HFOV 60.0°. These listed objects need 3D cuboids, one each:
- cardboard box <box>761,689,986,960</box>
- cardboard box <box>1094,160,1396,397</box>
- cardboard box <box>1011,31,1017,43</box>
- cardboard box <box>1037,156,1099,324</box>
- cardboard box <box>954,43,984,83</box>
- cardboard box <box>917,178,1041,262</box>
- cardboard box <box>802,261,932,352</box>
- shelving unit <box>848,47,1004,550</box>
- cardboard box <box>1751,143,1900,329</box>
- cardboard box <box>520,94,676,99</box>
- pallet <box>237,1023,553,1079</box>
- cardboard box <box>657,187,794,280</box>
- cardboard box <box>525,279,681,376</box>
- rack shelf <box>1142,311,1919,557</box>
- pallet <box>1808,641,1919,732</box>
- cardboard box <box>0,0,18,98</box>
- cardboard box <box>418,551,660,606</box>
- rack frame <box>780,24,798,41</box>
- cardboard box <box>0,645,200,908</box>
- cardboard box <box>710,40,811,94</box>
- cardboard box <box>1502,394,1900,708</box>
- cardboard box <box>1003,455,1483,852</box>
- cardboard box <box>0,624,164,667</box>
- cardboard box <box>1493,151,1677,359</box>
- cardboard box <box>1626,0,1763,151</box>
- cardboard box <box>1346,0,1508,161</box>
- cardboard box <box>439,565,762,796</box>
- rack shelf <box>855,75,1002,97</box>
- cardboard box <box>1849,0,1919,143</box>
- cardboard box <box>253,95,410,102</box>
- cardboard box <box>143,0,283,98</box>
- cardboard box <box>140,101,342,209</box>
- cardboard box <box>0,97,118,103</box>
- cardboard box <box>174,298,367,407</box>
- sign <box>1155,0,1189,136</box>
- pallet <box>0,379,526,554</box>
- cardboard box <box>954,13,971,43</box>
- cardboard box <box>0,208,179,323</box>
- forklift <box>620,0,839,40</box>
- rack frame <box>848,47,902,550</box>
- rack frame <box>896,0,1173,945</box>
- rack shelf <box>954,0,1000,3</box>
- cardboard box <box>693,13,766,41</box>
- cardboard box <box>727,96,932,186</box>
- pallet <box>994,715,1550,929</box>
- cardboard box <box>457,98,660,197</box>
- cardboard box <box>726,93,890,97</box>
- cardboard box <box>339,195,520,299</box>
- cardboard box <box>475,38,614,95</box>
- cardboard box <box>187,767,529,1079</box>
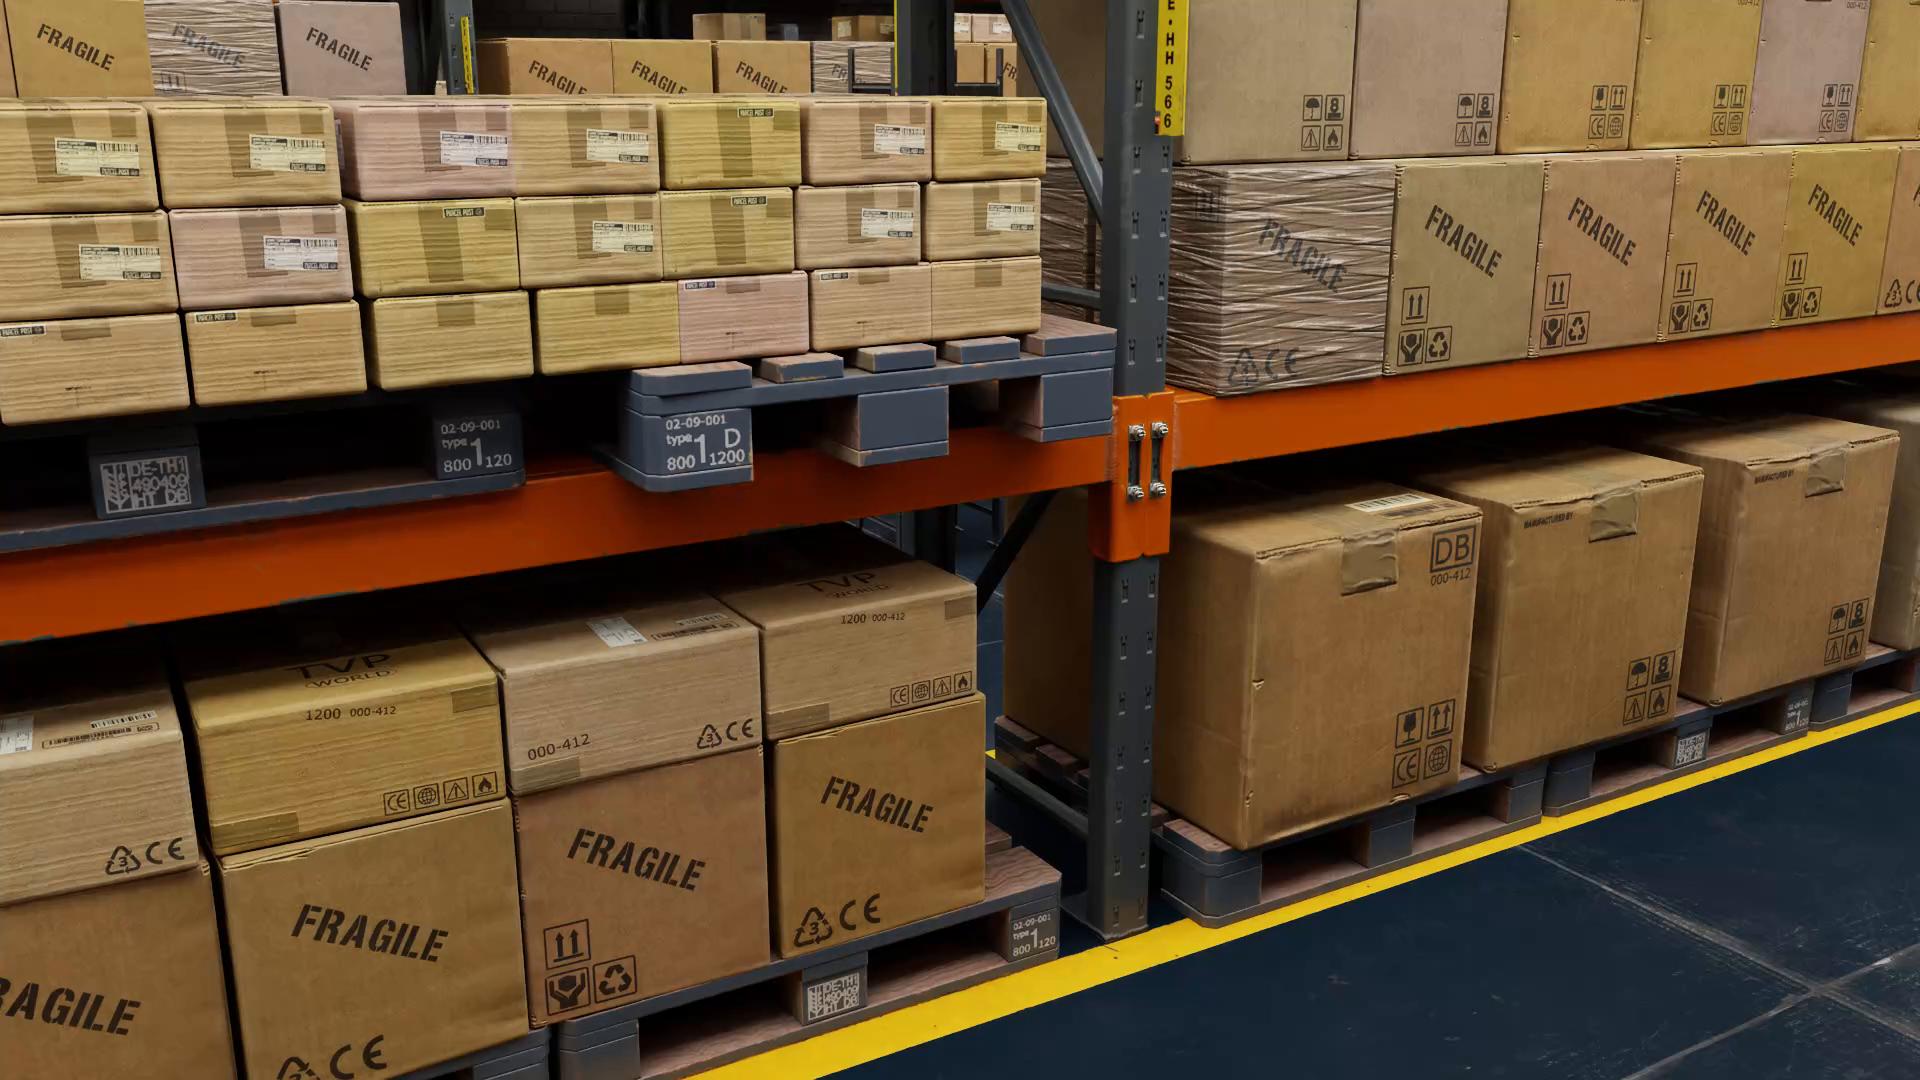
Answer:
[{"bbox_3d":[-0.284,0.550,3.743,0.500,0.500,0.500,-9,18,-30],"label":"cardboard box"},{"bbox_3d":[0.669,-0.651,3.990,0.500,0.500,0.500,-9,18,-29],"label":"cardboard box"},{"bbox_3d":[0.353,-3.013,9.884,0.250,0.149,0.380,-9,18,-30],"label":"cardboard box"},{"bbox_3d":[0.393,-0.776,4.436,0.500,0.500,0.500,-9,18,-30],"label":"cardboard box"},{"bbox_3d":[-0.209,-2.427,8.997,0.500,0.500,0.500,-9,18,-28],"label":"cardboard box"},{"bbox_3d":[-0.044,-0.654,3.320,0.250,0.149,0.380,-9,18,-29],"label":"cardboard box"},{"bbox_3d":[-0.254,-0.475,3.236,0.250,0.149,0.380,-9,18,-30],"label":"cardboard box"},{"bbox_3d":[-0.142,-0.988,7.044,0.503,2.100,0.431,-9,18,-30],"label":"shelving unit"},{"bbox_3d":[2.398,-0.932,4.994,0.500,0.500,0.500,-9,18,-29],"label":"cardboard box"},{"bbox_3d":[-0.792,-0.880,3.578,0.250,0.149,0.380,-9,18,-30],"label":"cardboard box"},{"bbox_3d":[-1.570,1.016,3.393,1.213,0.211,1.003,-9,18,-30],"label":"pallet"},{"bbox_3d":[-0.496,-0.579,3.054,0.250,0.149,0.380,-9,18,-28],"label":"cardboard box"},{"bbox_3d":[-0.690,-0.406,2.987,0.250,0.149,0.380,-9,18,-30],"label":"cardboard box"},{"bbox_3d":[1.860,-0.535,5.093,4.000,0.370,1.077,-9,18,-30],"label":"rack shelf"},{"bbox_3d":[2.952,0.308,5.919,1.213,0.211,1.003,-9,18,-30],"label":"pallet"},{"bbox_3d":[-4.101,-1.922,6.672,0.500,0.500,0.500,-10,18,-31],"label":"cardboard box"},{"bbox_3d":[-1.005,0.148,3.790,0.500,0.250,0.500,-9,18,-30],"label":"cardboard box"},{"bbox_3d":[-1.621,-3.438,14.118,0.127,3.000,1.000,-9,18,-30],"label":"rack frame"},{"bbox_3d":[-1.619,0.407,2.864,0.500,0.250,0.500,-8,18,-28],"label":"cardboard box"},{"bbox_3d":[-1.091,-2.286,8.495,0.500,0.500,0.500,-9,18,-29],"label":"cardboard box"},{"bbox_3d":[2.260,-0.038,5.377,0.750,0.750,1.050,-9,18,-30],"label":"cardboard box"},{"bbox_3d":[0.714,0.214,4.479,0.750,0.750,1.050,-9,18,-30],"label":"cardboard box"},{"bbox_3d":[-1.882,0.286,3.296,0.500,0.250,0.500,-10,19,-32],"label":"cardboard box"},{"bbox_3d":[1.536,-0.793,4.495,0.500,0.500,0.500,-9,18,-30],"label":"cardboard box"},{"bbox_3d":[1.845,-1.406,4.832,0.500,0.500,0.700,-9,18,-30],"label":"cardboard box"},{"bbox_3d":[0.968,-1.263,4.322,0.500,0.500,0.700,-10,18,-31],"label":"cardboard box"},{"bbox_3d":[-0.733,0.266,3.369,0.500,0.250,0.500,-9,18,-29],"label":"cardboard box"},{"bbox_3d":[-0.142,-1.649,6.859,0.480,0.518,0.431,-9,18,-30],"label":"rack shelf"},{"bbox_3d":[2.712,-1.546,5.331,0.500,0.500,0.700,-10,18,-31],"label":"cardboard box"},{"bbox_3d":[-1.250,-0.806,3.312,0.250,0.149,0.380,-8,18,-27],"label":"cardboard box"},{"bbox_3d":[-3.235,-2.058,7.158,0.500,0.500,0.500,-9,18,-29],"label":"cardboard box"},{"bbox_3d":[-1.148,-0.617,2.640,0.250,0.149,0.380,-8,18,-27],"label":"cardboard box"},{"bbox_3d":[-1.692,-0.735,3.058,0.250,0.149,0.380,-10,18,-30],"label":"cardboard box"},{"bbox_3d":[-1.143,-0.332,2.726,0.250,0.149,0.380,-9,18,-28],"label":"cardboard box"},{"bbox_3d":[0.433,-0.998,3.415,0.005,0.325,0.100,-9,18,-30],"label":"sign"},{"bbox_3d":[-1.530,-0.226,3.015,1.213,0.211,1.003,-9,18,-30],"label":"pallet"},{"bbox_3d":[-0.148,-2.738,8.902,0.250,0.149,0.380,-10,19,-32],"label":"cardboard box"},{"bbox_3d":[-1.369,-0.438,2.551,0.250,0.149,0.380,-10,18,-31],"label":"cardboard box"},{"bbox_3d":[-1.447,-2.621,11.330,3.031,2.935,1.130,-9,18,-30],"label":"forklift"},{"bbox_3d":[-0.351,-0.954,6.923,0.015,2.100,0.400,-9,18,-30],"label":"rack frame"},{"bbox_3d":[0.145,-0.603,4.004,0.127,3.000,1.000,-9,18,-30],"label":"rack frame"},{"bbox_3d":[0.093,-4.814,14.802,4.000,0.370,1.077,-9,18,-30],"label":"rack shelf"},{"bbox_3d":[-1.233,-2.733,8.886,0.250,0.149,0.380,-10,19,-32],"label":"cardboard box"},{"bbox_3d":[-0.255,-0.762,3.157,0.250,0.149,0.380,-9,18,-30],"label":"cardboard box"},{"bbox_3d":[0.860,0.647,4.709,1.213,0.211,1.003,-9,18,-30],"label":"pallet"},{"bbox_3d":[-0.707,-0.688,2.892,0.250,0.149,0.380,-9,18,-28],"label":"cardboard box"},{"bbox_3d":[-0.354,-0.951,3.830,0.250,0.149,0.380,-9,18,-30],"label":"cardboard box"},{"bbox_3d":[-0.925,-0.510,2.809,0.250,0.149,0.380,-9,18,-30],"label":"cardboard box"},{"bbox_3d":[-1.986,-2.137,7.961,0.500,0.500,0.500,-10,18,-31],"label":"cardboard box"},{"bbox_3d":[-1.176,0.699,3.213,0.500,0.500,0.500,-10,19,-32],"label":"cardboard box"}]
